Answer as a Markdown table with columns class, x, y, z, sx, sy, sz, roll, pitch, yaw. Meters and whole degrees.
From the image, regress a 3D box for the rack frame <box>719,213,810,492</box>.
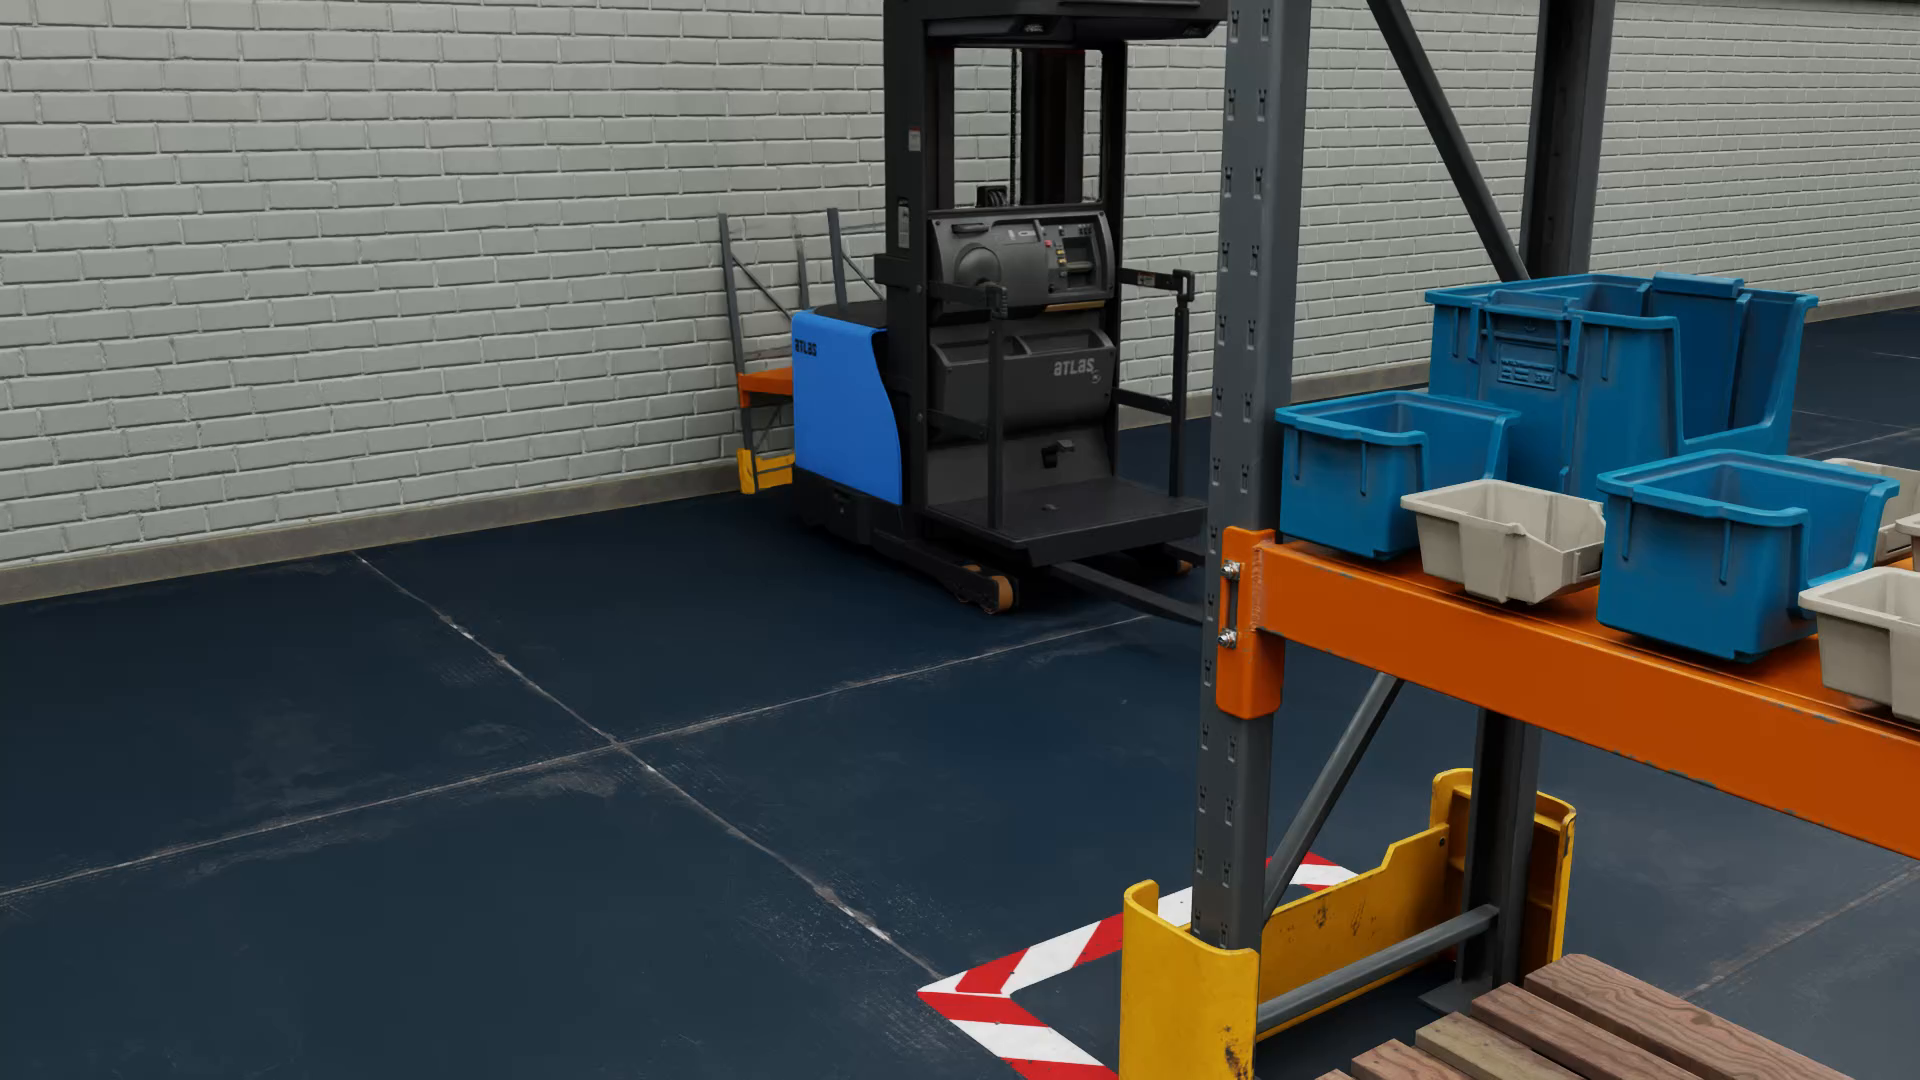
| class | x | y | z | sx | sy | sz | roll | pitch | yaw |
| --- | --- | --- | --- | --- | --- | --- | --- | --- | --- |
| rack frame | -1.006 | -1.030 | 9.008 | 0.500 | 1.500 | 0.032 | -15 | 17 | -37 |

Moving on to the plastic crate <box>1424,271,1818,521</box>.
| class | x | y | z | sx | sy | sz | roll | pitch | yaw |
| --- | --- | --- | --- | --- | --- | --- | --- | --- | --- |
| plastic crate | 1.262 | -0.279 | 3.234 | 0.616 | 0.435 | 0.499 | -11 | 19 | -35 |

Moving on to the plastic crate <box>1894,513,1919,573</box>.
| class | x | y | z | sx | sy | sz | roll | pitch | yaw |
| --- | --- | --- | --- | --- | --- | --- | --- | --- | --- |
| plastic crate | 1.699 | 0.033 | 2.661 | 0.396 | 0.136 | 0.243 | -11 | 19 | -35 |

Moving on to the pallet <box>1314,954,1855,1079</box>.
| class | x | y | z | sx | sy | sz | roll | pitch | yaw |
| --- | --- | --- | --- | --- | --- | --- | --- | --- | --- |
| pallet | 1.368 | 1.251 | 3.105 | 1.003 | 0.211 | 1.213 | -11 | 19 | -35 |

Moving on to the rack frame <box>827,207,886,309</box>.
| class | x | y | z | sx | sy | sz | roll | pitch | yaw |
| --- | --- | --- | --- | --- | --- | --- | --- | --- | --- |
| rack frame | -0.367 | -0.903 | 8.227 | 0.500 | 1.500 | 0.032 | -15 | 17 | -37 |

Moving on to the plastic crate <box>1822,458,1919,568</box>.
| class | x | y | z | sx | sy | sz | roll | pitch | yaw |
| --- | --- | --- | --- | --- | --- | --- | --- | --- | --- |
| plastic crate | 1.540 | -0.032 | 2.895 | 0.396 | 0.136 | 0.243 | -11 | 19 | -35 |

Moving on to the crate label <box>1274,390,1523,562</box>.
| class | x | y | z | sx | sy | sz | roll | pitch | yaw |
| --- | --- | --- | --- | --- | --- | --- | --- | --- | --- |
| crate label | 0.793 | -0.120 | 3.037 | 0.416 | 0.233 | 0.303 | -11 | 19 | -35 |

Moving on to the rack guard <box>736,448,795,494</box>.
| class | x | y | z | sx | sy | sz | roll | pitch | yaw |
| --- | --- | --- | --- | --- | --- | --- | --- | --- | --- |
| rack guard | -0.951 | -0.424 | 9.150 | 0.587 | 0.250 | 0.087 | -15 | 17 | -37 |

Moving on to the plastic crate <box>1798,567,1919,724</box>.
| class | x | y | z | sx | sy | sz | roll | pitch | yaw |
| --- | --- | --- | --- | --- | --- | --- | --- | --- | --- |
| plastic crate | 1.314 | 0.152 | 2.223 | 0.250 | 0.136 | 0.298 | -11 | 19 | -35 |

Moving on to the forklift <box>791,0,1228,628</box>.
| class | x | y | z | sx | sy | sz | roll | pitch | yaw |
| --- | --- | --- | --- | --- | --- | --- | --- | --- | --- |
| forklift | 0.405 | -1.245 | 7.073 | 1.130 | 2.935 | 3.031 | -10 | 18 | -33 |

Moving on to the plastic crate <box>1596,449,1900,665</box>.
| class | x | y | z | sx | sy | sz | roll | pitch | yaw |
| --- | --- | --- | --- | --- | --- | --- | --- | --- | --- |
| plastic crate | 1.180 | 0.020 | 2.523 | 0.416 | 0.233 | 0.300 | -11 | 19 | -35 |

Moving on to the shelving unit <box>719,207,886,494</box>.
| class | x | y | z | sx | sy | sz | roll | pitch | yaw |
| --- | --- | --- | --- | --- | --- | --- | --- | --- | --- |
| shelving unit | -0.692 | -0.967 | 8.625 | 0.587 | 1.500 | 1.083 | -15 | 17 | -37 |

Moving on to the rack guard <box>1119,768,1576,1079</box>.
| class | x | y | z | sx | sy | sz | roll | pitch | yaw |
| --- | --- | --- | --- | --- | --- | --- | --- | --- | --- |
| rack guard | 0.890 | 0.927 | 3.743 | 1.175 | 0.500 | 0.348 | -11 | 19 | -35 |

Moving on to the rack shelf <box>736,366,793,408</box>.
| class | x | y | z | sx | sy | sz | roll | pitch | yaw |
| --- | --- | --- | --- | --- | --- | --- | --- | --- | --- |
| rack shelf | -0.671 | -0.792 | 8.659 | 0.538 | 0.185 | 1.000 | -15 | 17 | -37 |

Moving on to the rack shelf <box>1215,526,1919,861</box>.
| class | x | y | z | sx | sy | sz | roll | pitch | yaw |
| --- | --- | --- | --- | --- | --- | --- | --- | --- | --- |
| rack shelf | 2.090 | 0.498 | 1.937 | 1.077 | 0.370 | 4.000 | -11 | 19 | -35 |

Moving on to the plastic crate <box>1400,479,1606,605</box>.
| class | x | y | z | sx | sy | sz | roll | pitch | yaw |
| --- | --- | --- | --- | --- | --- | --- | --- | --- | --- |
| plastic crate | 0.915 | 0.008 | 2.752 | 0.250 | 0.136 | 0.298 | -11 | 19 | -35 |

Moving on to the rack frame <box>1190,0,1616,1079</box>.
| class | x | y | z | sx | sy | sz | roll | pitch | yaw |
| --- | --- | --- | --- | --- | --- | --- | --- | --- | --- |
| rack frame | 0.914 | -0.276 | 3.402 | 1.000 | 3.000 | 0.127 | -11 | 19 | -35 |
